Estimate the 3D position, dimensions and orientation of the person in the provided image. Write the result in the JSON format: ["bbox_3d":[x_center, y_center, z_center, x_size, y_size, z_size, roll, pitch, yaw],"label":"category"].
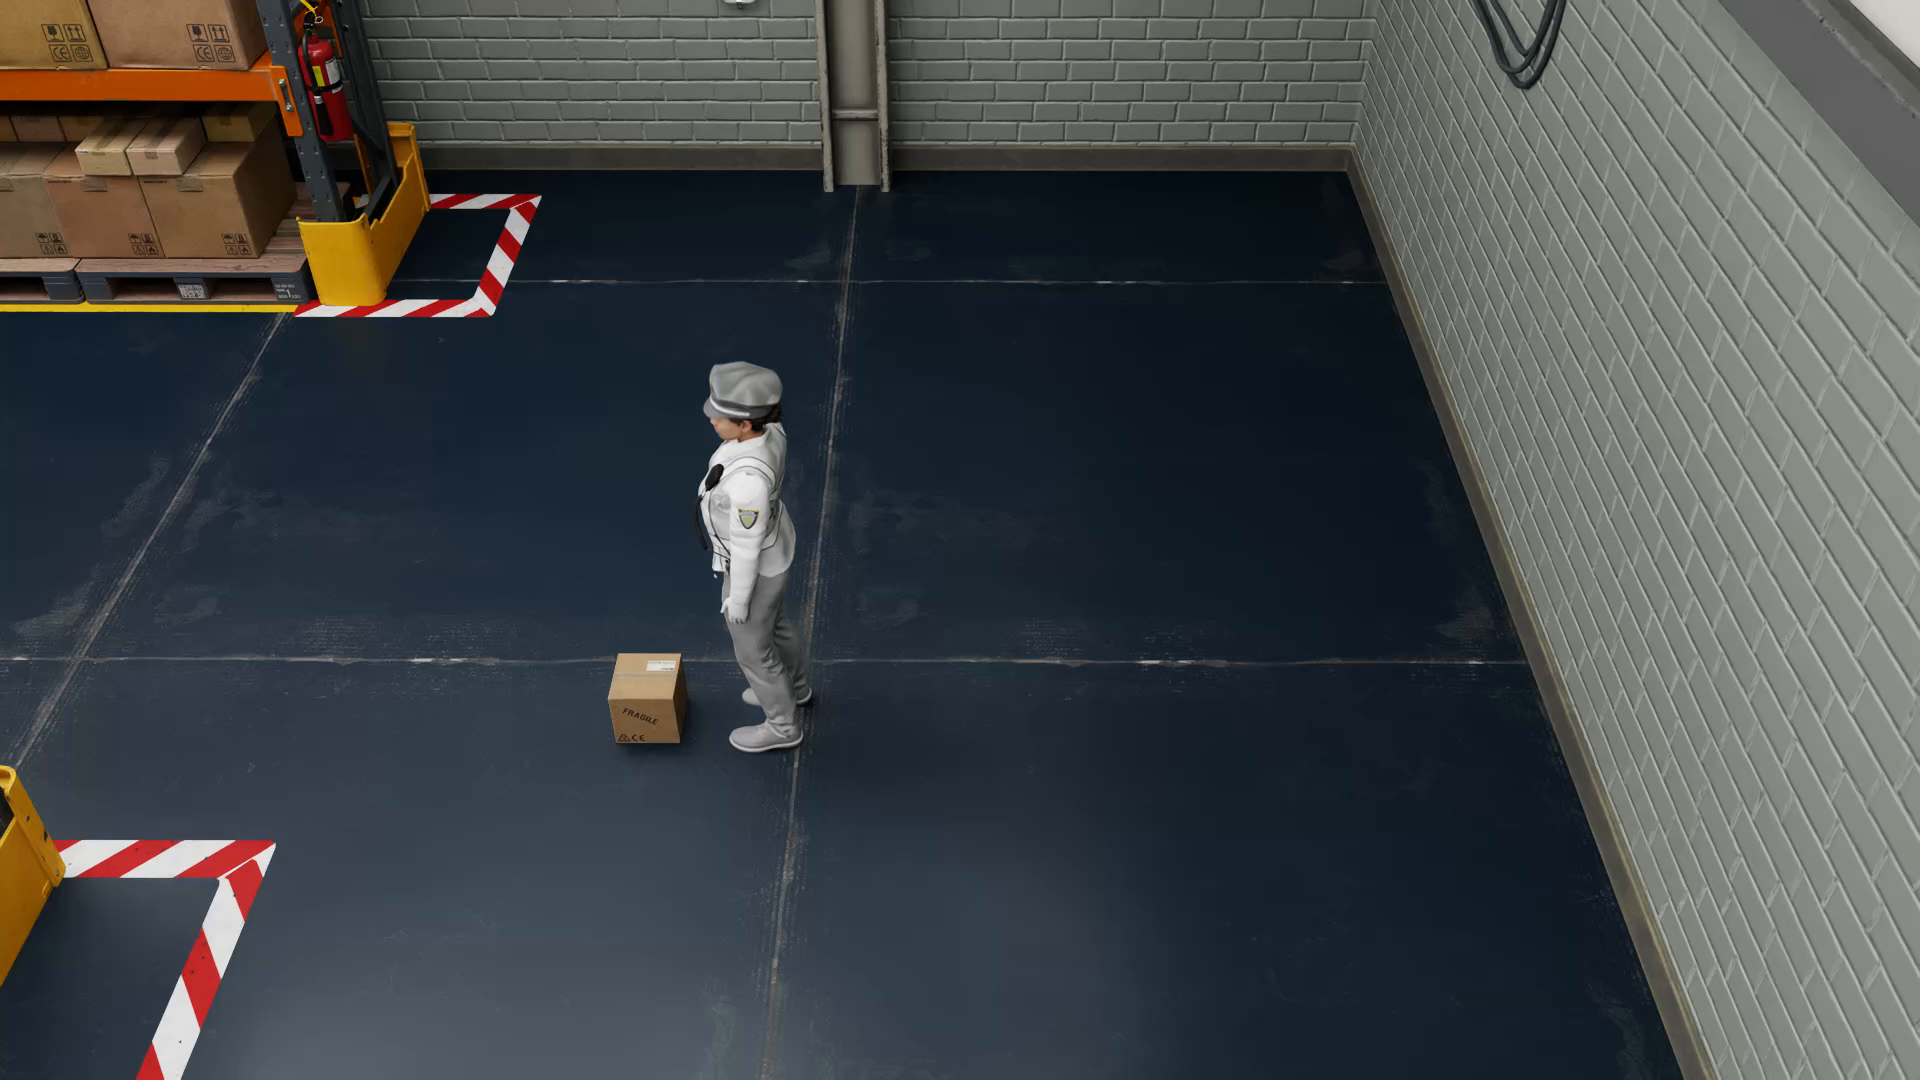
[{"bbox_3d":[-0.757,0.097,6.046,0.333,1.689,0.468,1,40,1],"label":"person"}]
